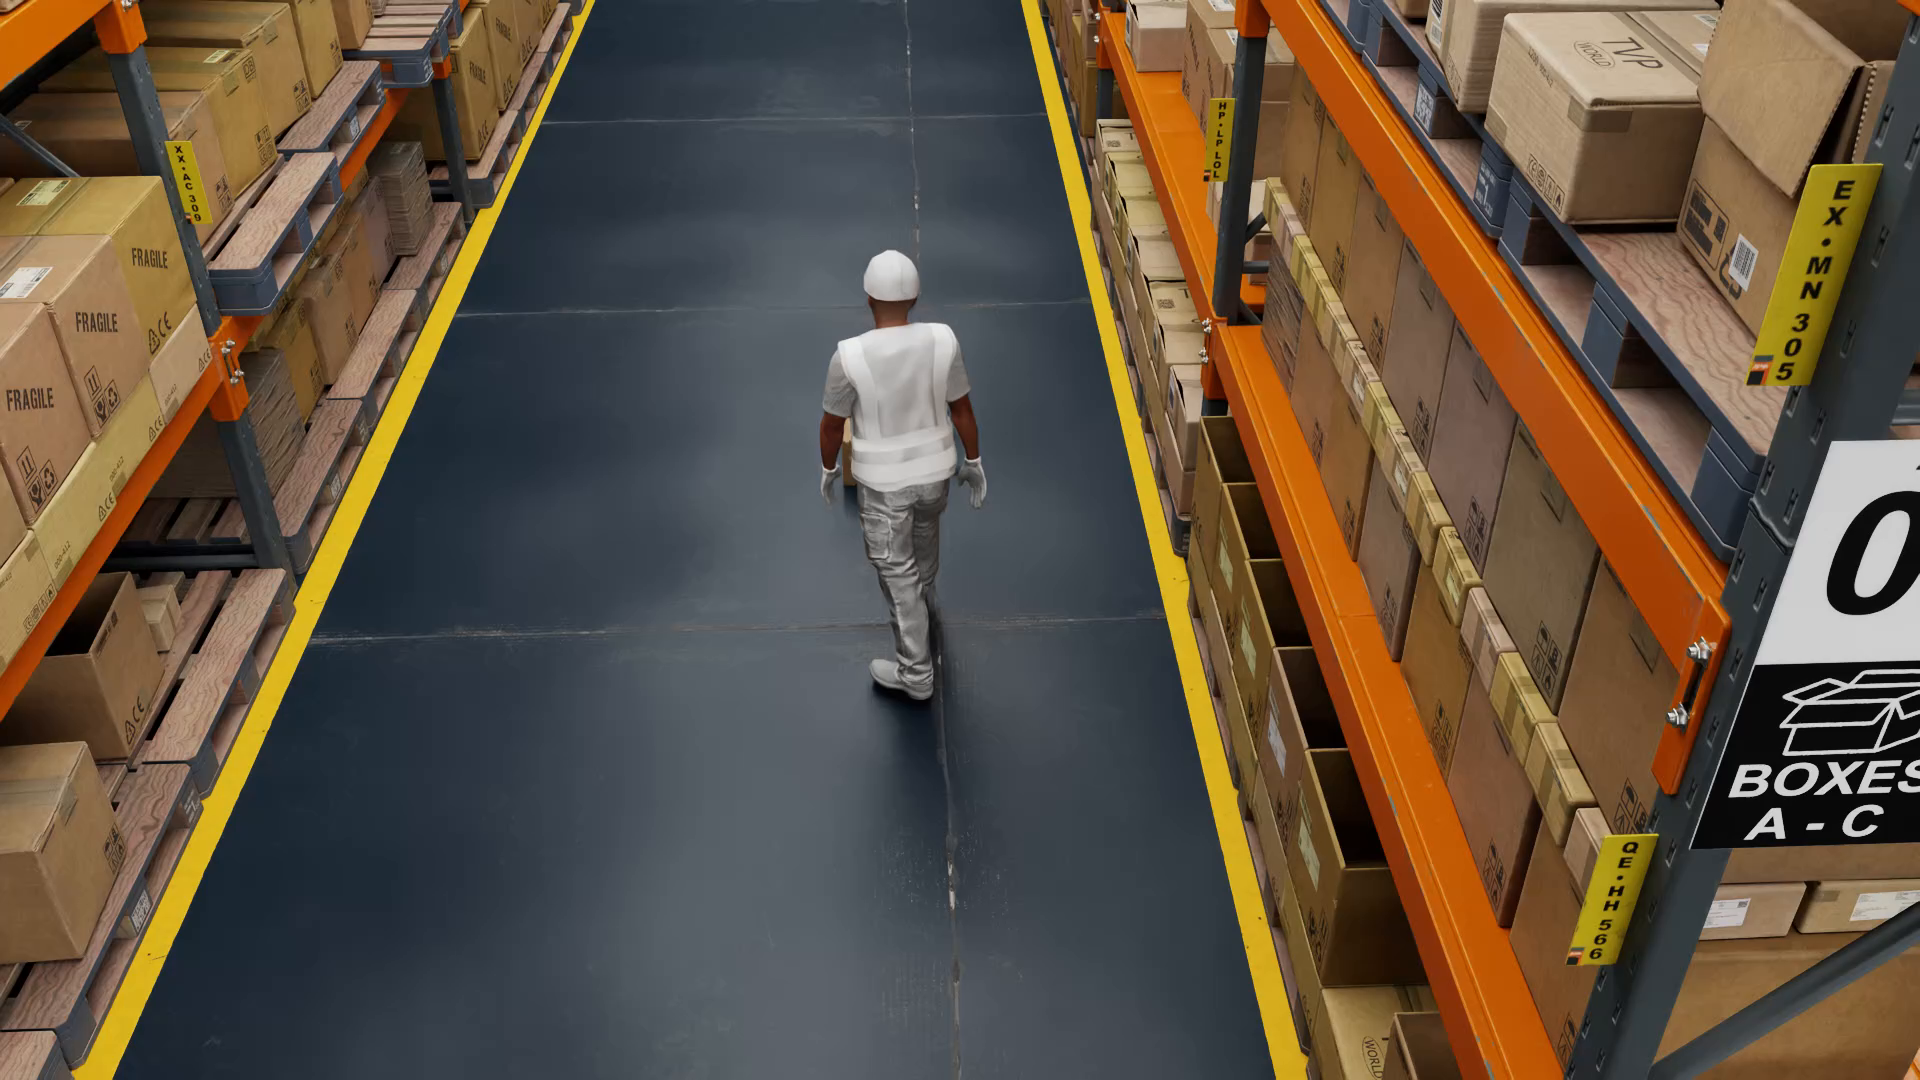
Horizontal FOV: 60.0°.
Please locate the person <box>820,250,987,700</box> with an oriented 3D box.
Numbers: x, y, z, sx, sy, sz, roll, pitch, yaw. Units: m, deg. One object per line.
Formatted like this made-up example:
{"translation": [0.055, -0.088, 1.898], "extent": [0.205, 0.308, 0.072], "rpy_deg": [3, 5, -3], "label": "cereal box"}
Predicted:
{"translation": [-0.250, -0.311, 6.593], "extent": [0.607, 1.737, 0.944], "rpy_deg": [-14, 37, -20], "label": "person"}
